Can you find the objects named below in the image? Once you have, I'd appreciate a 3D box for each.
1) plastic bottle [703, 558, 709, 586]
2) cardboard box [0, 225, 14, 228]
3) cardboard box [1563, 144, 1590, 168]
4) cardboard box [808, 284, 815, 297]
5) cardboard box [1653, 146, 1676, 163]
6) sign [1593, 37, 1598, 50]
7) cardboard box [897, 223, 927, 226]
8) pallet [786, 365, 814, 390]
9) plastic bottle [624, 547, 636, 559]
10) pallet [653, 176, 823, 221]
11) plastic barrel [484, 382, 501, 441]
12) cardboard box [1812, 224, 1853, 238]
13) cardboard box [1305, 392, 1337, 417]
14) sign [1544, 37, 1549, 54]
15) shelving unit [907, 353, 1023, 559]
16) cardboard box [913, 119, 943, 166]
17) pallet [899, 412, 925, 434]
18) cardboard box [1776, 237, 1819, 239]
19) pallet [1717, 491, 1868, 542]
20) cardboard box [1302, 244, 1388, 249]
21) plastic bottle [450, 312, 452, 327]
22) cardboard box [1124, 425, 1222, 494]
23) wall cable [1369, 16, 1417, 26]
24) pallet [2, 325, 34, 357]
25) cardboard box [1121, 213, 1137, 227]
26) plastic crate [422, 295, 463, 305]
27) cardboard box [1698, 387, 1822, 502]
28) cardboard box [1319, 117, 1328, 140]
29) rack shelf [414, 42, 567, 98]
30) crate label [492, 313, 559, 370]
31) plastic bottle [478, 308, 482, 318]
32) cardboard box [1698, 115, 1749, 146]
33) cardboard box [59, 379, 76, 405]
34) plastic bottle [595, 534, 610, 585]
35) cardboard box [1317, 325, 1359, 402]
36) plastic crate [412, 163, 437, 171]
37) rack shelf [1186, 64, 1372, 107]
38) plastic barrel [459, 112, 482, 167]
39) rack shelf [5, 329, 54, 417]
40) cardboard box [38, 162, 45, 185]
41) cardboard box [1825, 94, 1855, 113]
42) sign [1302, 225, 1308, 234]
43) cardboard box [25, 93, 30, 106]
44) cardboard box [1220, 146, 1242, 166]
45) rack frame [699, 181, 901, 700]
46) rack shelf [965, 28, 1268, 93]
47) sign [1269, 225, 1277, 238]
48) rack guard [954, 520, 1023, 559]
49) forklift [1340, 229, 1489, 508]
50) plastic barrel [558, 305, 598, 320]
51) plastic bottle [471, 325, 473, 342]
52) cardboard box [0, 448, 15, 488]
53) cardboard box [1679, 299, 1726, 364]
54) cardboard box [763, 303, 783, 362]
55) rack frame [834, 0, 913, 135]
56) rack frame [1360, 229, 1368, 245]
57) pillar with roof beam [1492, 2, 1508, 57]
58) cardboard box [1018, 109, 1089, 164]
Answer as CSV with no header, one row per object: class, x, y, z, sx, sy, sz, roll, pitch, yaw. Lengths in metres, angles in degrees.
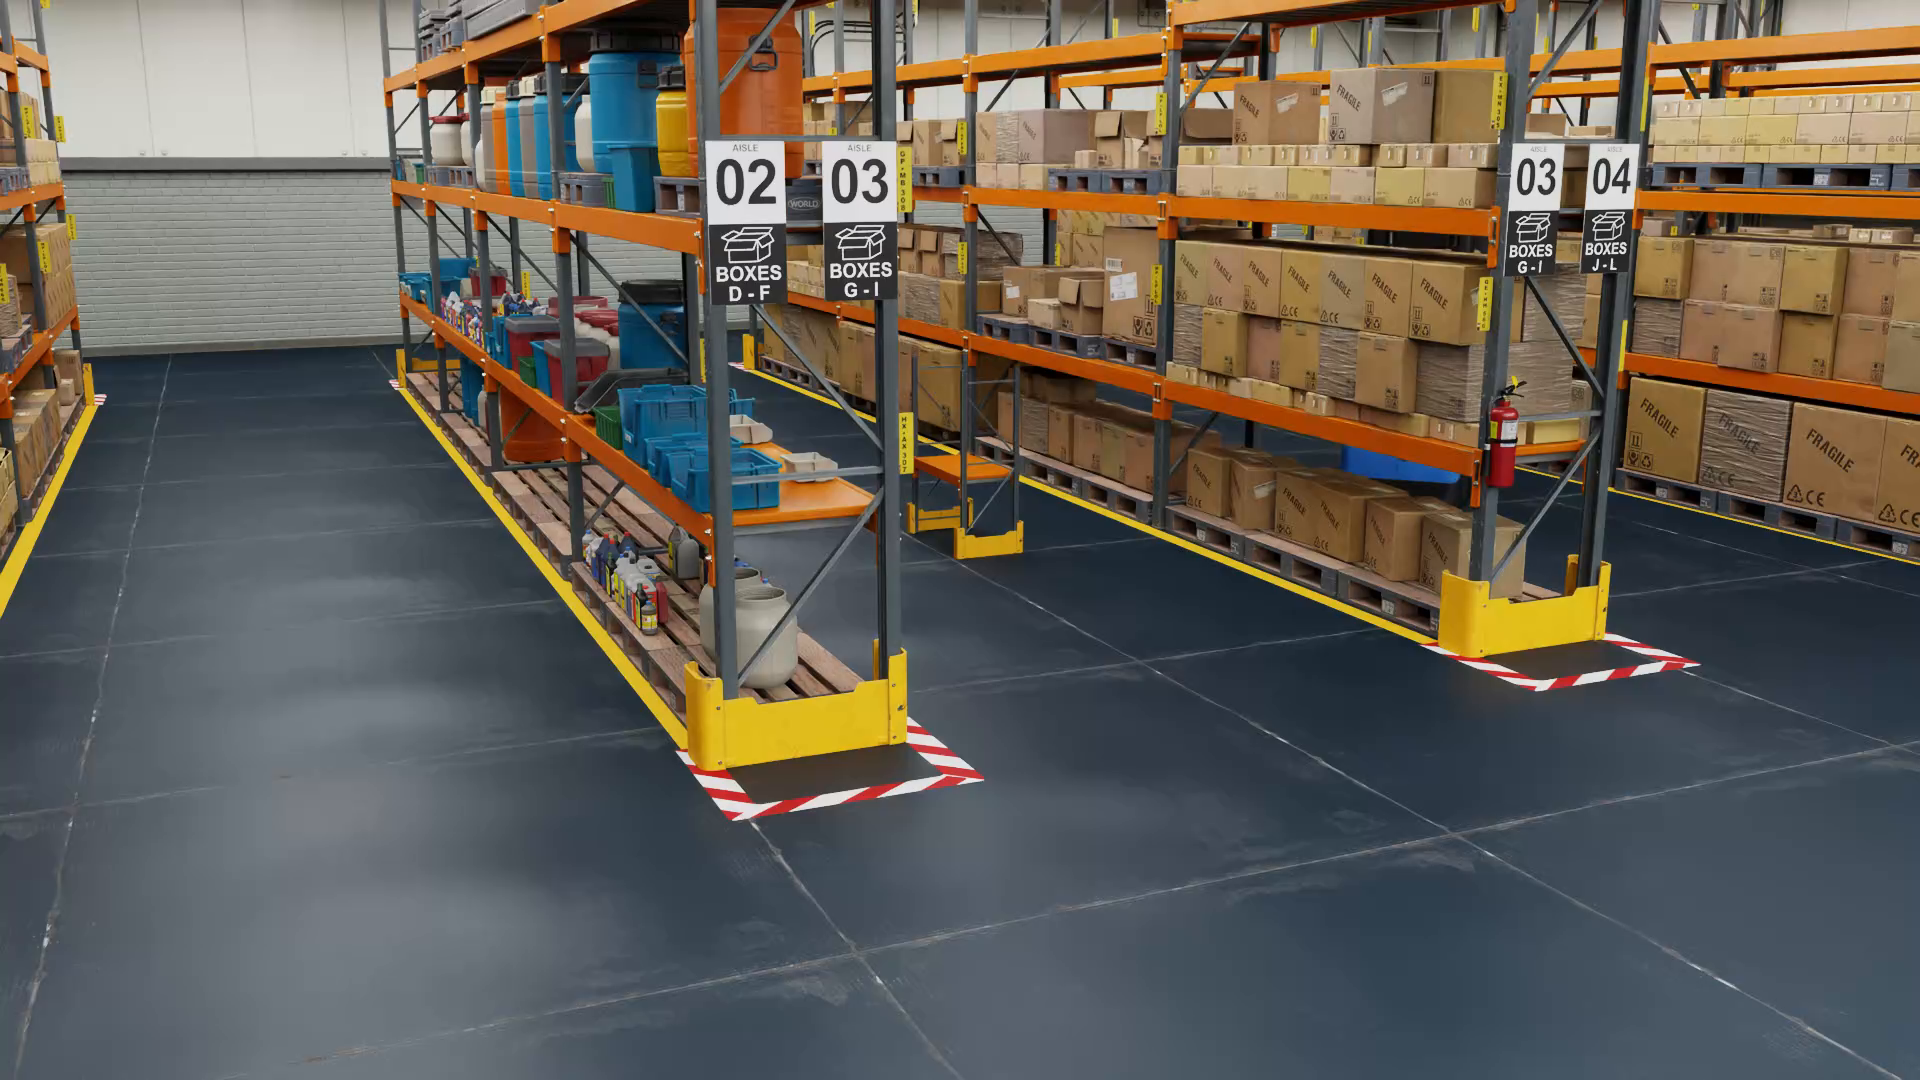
plastic bottle,-1.710,0.211,11.354,0.061,0.283,0.133,-6,14,-23
cardboard box,-11.597,-3.501,19.904,0.500,0.500,0.500,-5,14,-22
cardboard box,3.840,-2.436,10.540,0.380,0.149,0.250,-6,14,-23
cardboard box,-1.800,-3.326,22.144,0.380,0.149,0.250,-5,14,-22
cardboard box,6.555,-3.516,15.161,0.380,0.149,0.250,-6,14,-24
sign,11.472,-8.927,30.060,0.100,0.325,0.005,-6,14,-23
cardboard box,-0.805,-3.661,20.591,0.797,0.503,0.637,-6,14,-24
pallet,-1.794,-2.313,23.397,1.003,0.211,1.213,-6,14,-23
plastic bottle,-2.291,0.183,11.501,0.097,0.271,0.097,0,13,0
pallet,-1.042,-1.878,9.097,1.003,0.211,1.213,-6,14,-23
plastic barrel,-4.669,-1.344,17.442,0.600,0.588,0.708,-6,14,-23
cardboard box,10.527,-3.726,20.064,0.380,0.149,0.250,-6,14,-26
cardboard box,2.738,-0.994,12.071,0.380,0.149,0.250,-6,14,-23
sign,10.458,-8.793,29.659,0.100,0.325,0.005,-6,14,-23
shelving unit,0.031,-0.715,13.633,0.587,1.500,1.083,-6,14,-23
cardboard box,-0.203,-4.433,18.568,0.500,0.500,0.500,-5,14,-20
pallet,-0.198,-1.492,19.847,1.003,0.211,1.213,-6,14,-23
cardboard box,10.016,-3.392,20.061,0.500,0.500,0.500,-5,14,-22
pallet,7.446,-0.254,14.501,1.003,0.211,1.213,-6,14,-23
cardboard box,2.969,-2.009,12.797,0.500,0.500,0.500,-6,14,-23
plastic bottle,-5.525,-2.439,18.195,0.097,0.201,0.097,0,13,0
cardboard box,1.910,-0.728,14.930,0.700,0.500,0.500,-7,15,-27
wall cable,9.868,-12.340,34.895,2.988,3.039,0.133,-6,14,-23
pallet,-9.328,-1.843,15.605,1.003,0.211,1.213,-6,14,-23
cardboard box,2.676,-4.649,24.206,0.500,0.500,0.500,-5,14,-21
plastic crate,-6.302,-2.910,20.268,0.437,0.125,0.590,-6,14,-23
cardboard box,7.273,-0.877,14.787,0.875,0.875,0.875,-6,14,-23
cardboard box,4.499,-4.904,19.833,0.396,0.266,0.258,-6,14,-23
rack shelf,-4.806,-4.772,17.014,1.077,0.370,4.000,-6,14,-23
crate label,-3.855,-1.769,14.782,0.502,0.435,0.616,-6,14,-23
plastic bottle,-4.957,-2.257,17.228,0.061,0.283,0.133,-6,14,-23
cardboard box,6.864,-3.586,14.578,0.500,0.250,0.500,-6,14,-23
cardboard box,-10.953,-1.773,20.002,0.500,0.250,0.500,-6,14,-23
plastic bottle,-2.459,0.125,11.575,0.144,0.351,0.185,-5,14,-21
cardboard box,3.072,-1.285,11.890,0.875,0.500,0.500,-6,14,-23
plastic crate,-6.264,-4.347,19.718,0.416,0.233,0.300,-6,14,-23
rack shelf,4.317,-5.647,20.792,1.077,0.370,4.000,-6,14,-23
plastic barrel,-4.853,-4.066,16.902,0.433,0.535,0.433,0,13,0
rack shelf,-9.346,-1.598,15.716,1.077,0.370,4.000,-6,14,-23
cardboard box,-10.511,-4.079,18.524,0.500,0.250,0.500,-6,14,-23
cardboard box,7.266,-3.538,13.487,0.380,0.149,0.250,-6,14,-23
sign,5.898,-5.388,28.403,0.100,0.325,0.005,-6,14,-23
cardboard box,-10.653,-4.674,18.322,0.700,0.500,0.500,-6,14,-23
cardboard box,2.242,-2.983,12.902,0.380,0.149,0.250,-6,14,-23
rack frame,-0.800,-0.329,8.638,1.000,3.000,0.127,-6,14,-23
rack shelf,1.335,-4.393,15.376,1.077,0.370,4.000,-6,14,-23
sign,6.482,-6.340,34.823,0.329,0.494,0.001,-6,14,-23
rack guard,0.230,-0.003,13.329,0.587,0.250,0.087,-6,14,-23
forklift,4.446,-1.975,15.903,1.130,2.935,3.031,5,14,21
plastic barrel,-3.397,-1.843,14.931,0.421,0.512,0.421,0,13,0
plastic bottle,-4.875,-2.103,16.747,0.097,0.201,0.097,0,13,0
cardboard box,-8.109,-0.587,13.677,0.500,0.311,0.500,-5,14,-21
cardboard box,7.121,-1.916,15.163,0.875,0.550,0.550,-6,14,-23
cardboard box,-2.341,-3.126,24.505,0.875,0.875,0.875,-6,14,-23
rack frame,-1.069,-6.178,20.606,1.000,3.000,0.127,-6,14,-23
rack frame,5.119,-2.856,19.557,1.000,3.000,0.127,-6,14,-23
pillar with roof beam,6.757,-8.598,31.063,9.100,9.000,0.548,-6,14,-23
cardboard box,0.894,-3.854,15.886,0.500,0.500,0.500,-6,14,-25
